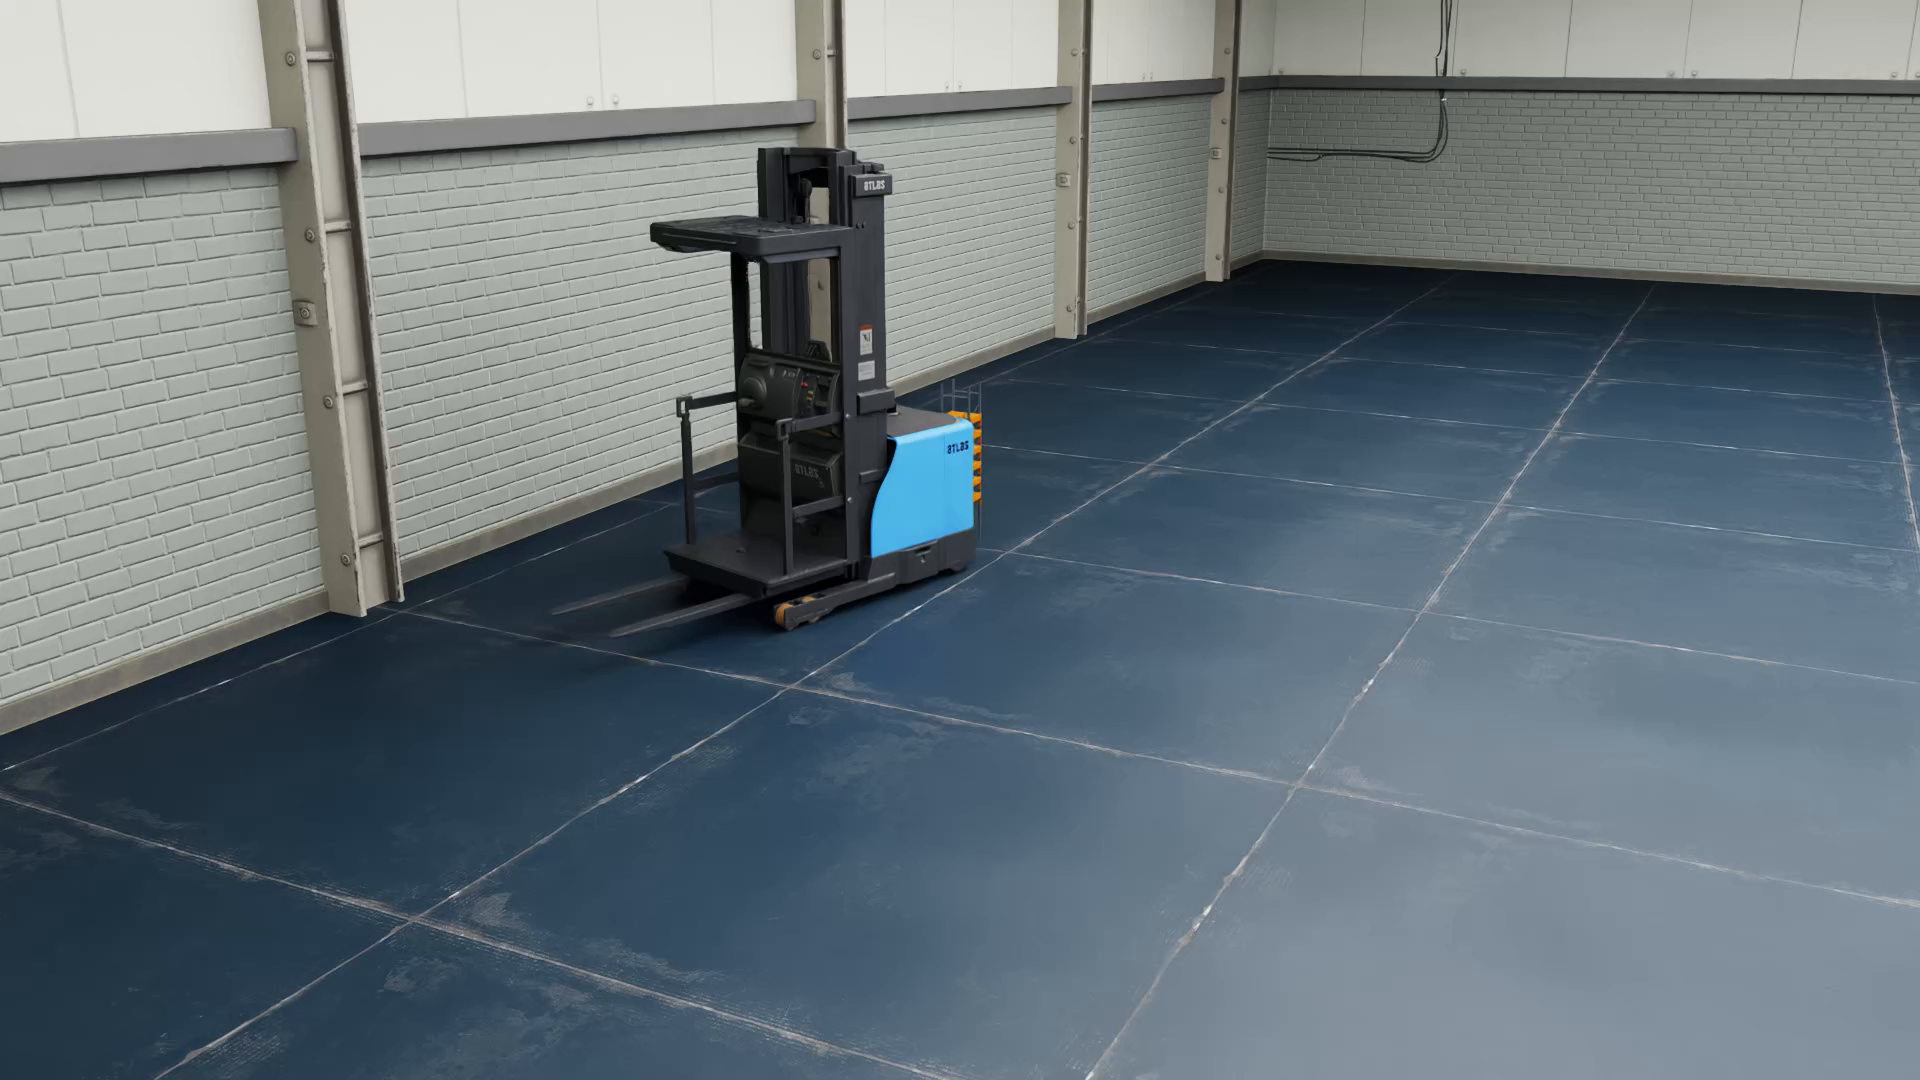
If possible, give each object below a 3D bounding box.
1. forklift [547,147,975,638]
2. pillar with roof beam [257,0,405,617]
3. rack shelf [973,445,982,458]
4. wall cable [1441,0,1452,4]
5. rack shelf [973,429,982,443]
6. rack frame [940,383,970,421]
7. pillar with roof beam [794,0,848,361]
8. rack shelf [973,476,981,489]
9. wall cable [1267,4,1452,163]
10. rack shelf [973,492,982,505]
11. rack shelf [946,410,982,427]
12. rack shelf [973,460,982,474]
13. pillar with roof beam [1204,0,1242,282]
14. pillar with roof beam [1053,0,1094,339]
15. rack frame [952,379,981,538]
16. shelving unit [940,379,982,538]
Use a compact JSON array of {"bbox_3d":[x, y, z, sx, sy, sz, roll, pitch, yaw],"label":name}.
[{"bbox_3d":[-1.266,-0.996,10.731,1.130,2.935,3.031,15,22,41],"label":"forklift"},{"bbox_3d":[-0.101,-3.333,7.942,9.100,9.000,0.400,8,18,25],"label":"pillar with roof beam"},{"bbox_3d":[0.006,-0.651,12.344,0.258,0.103,0.180,8,18,25],"label":"rack shelf"},{"bbox_3d":[9.010,-9.636,25.747,3.097,2.526,0.112,8,18,25],"label":"wall cable"},{"bbox_3d":[0.006,-0.766,12.310,0.258,0.103,0.180,8,18,25],"label":"rack shelf"},{"bbox_3d":[-0.034,-0.556,12.287,0.240,1.200,0.006,8,18,25],"label":"rack frame"},{"bbox_3d":[2.580,-4.861,13.087,9.100,9.000,0.400,8,18,25],"label":"pillar with roof beam"},{"bbox_3d":[0.006,-0.421,12.413,0.258,0.103,0.180,8,18,25],"label":"rack shelf"},{"bbox_3d":[6.590,-7.559,27.624,3.097,2.526,0.112,8,18,25],"label":"wall cable"},{"bbox_3d":[0.006,-0.306,12.447,0.258,0.103,0.180,8,18,25],"label":"rack shelf"},{"bbox_3d":[0.006,-0.881,12.276,0.258,0.103,0.180,8,18,25],"label":"rack shelf"},{"bbox_3d":[0.006,-0.536,12.379,0.258,0.103,0.180,8,18,25],"label":"rack shelf"},{"bbox_3d":[7.942,-7.918,23.378,9.100,9.000,0.400,8,18,25],"label":"pillar with roof beam"},{"bbox_3d":[5.261,-6.390,18.233,9.100,9.000,0.400,8,18,25],"label":"pillar with roof beam"},{"bbox_3d":[0.047,-0.602,12.444,0.240,1.200,0.006,8,18,25],"label":"rack frame"},{"bbox_3d":[0.006,-0.579,12.366,0.258,1.200,0.189,8,18,25],"label":"shelving unit"}]
